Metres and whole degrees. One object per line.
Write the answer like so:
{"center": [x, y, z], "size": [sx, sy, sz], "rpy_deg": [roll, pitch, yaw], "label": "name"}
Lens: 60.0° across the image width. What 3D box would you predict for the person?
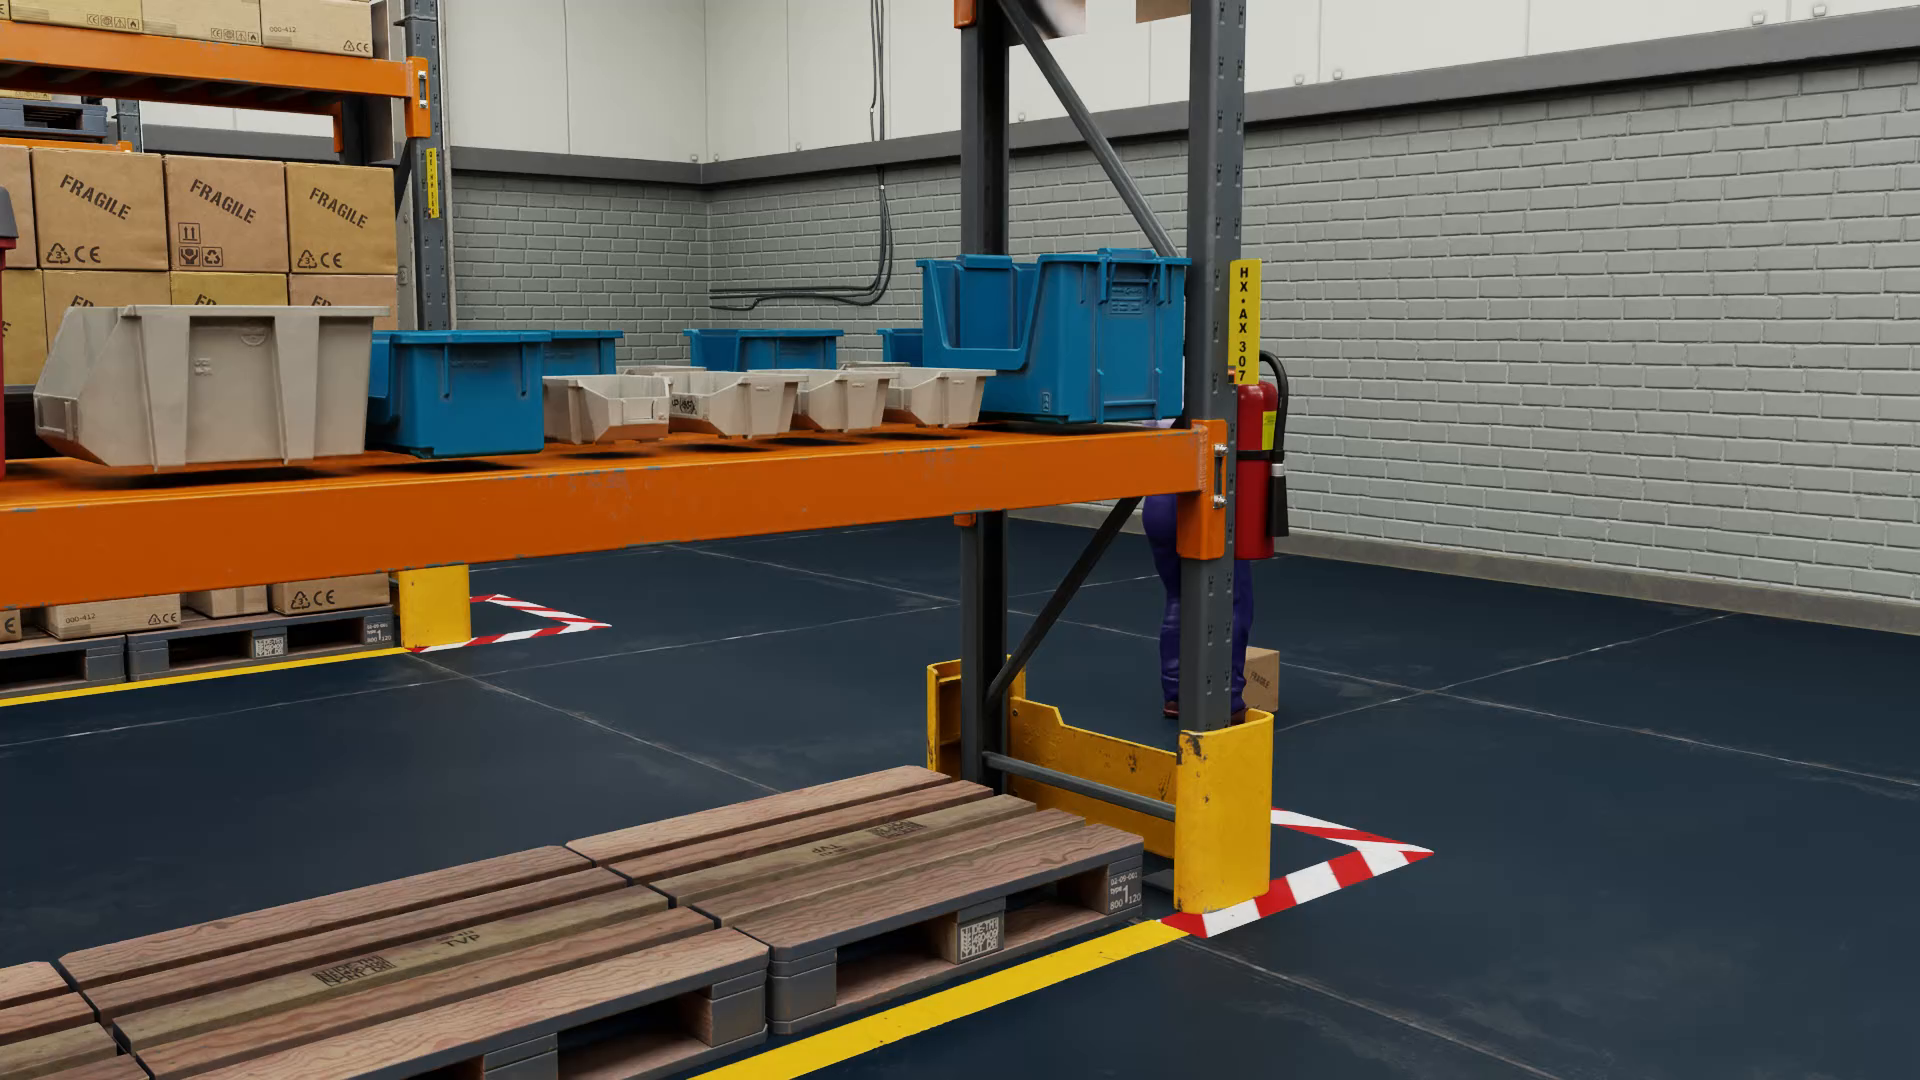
{"center": [0.968, -0.097, 6.563], "size": [0.418, 1.649, 0.563], "rpy_deg": [-7, 10, -43], "label": "person"}
